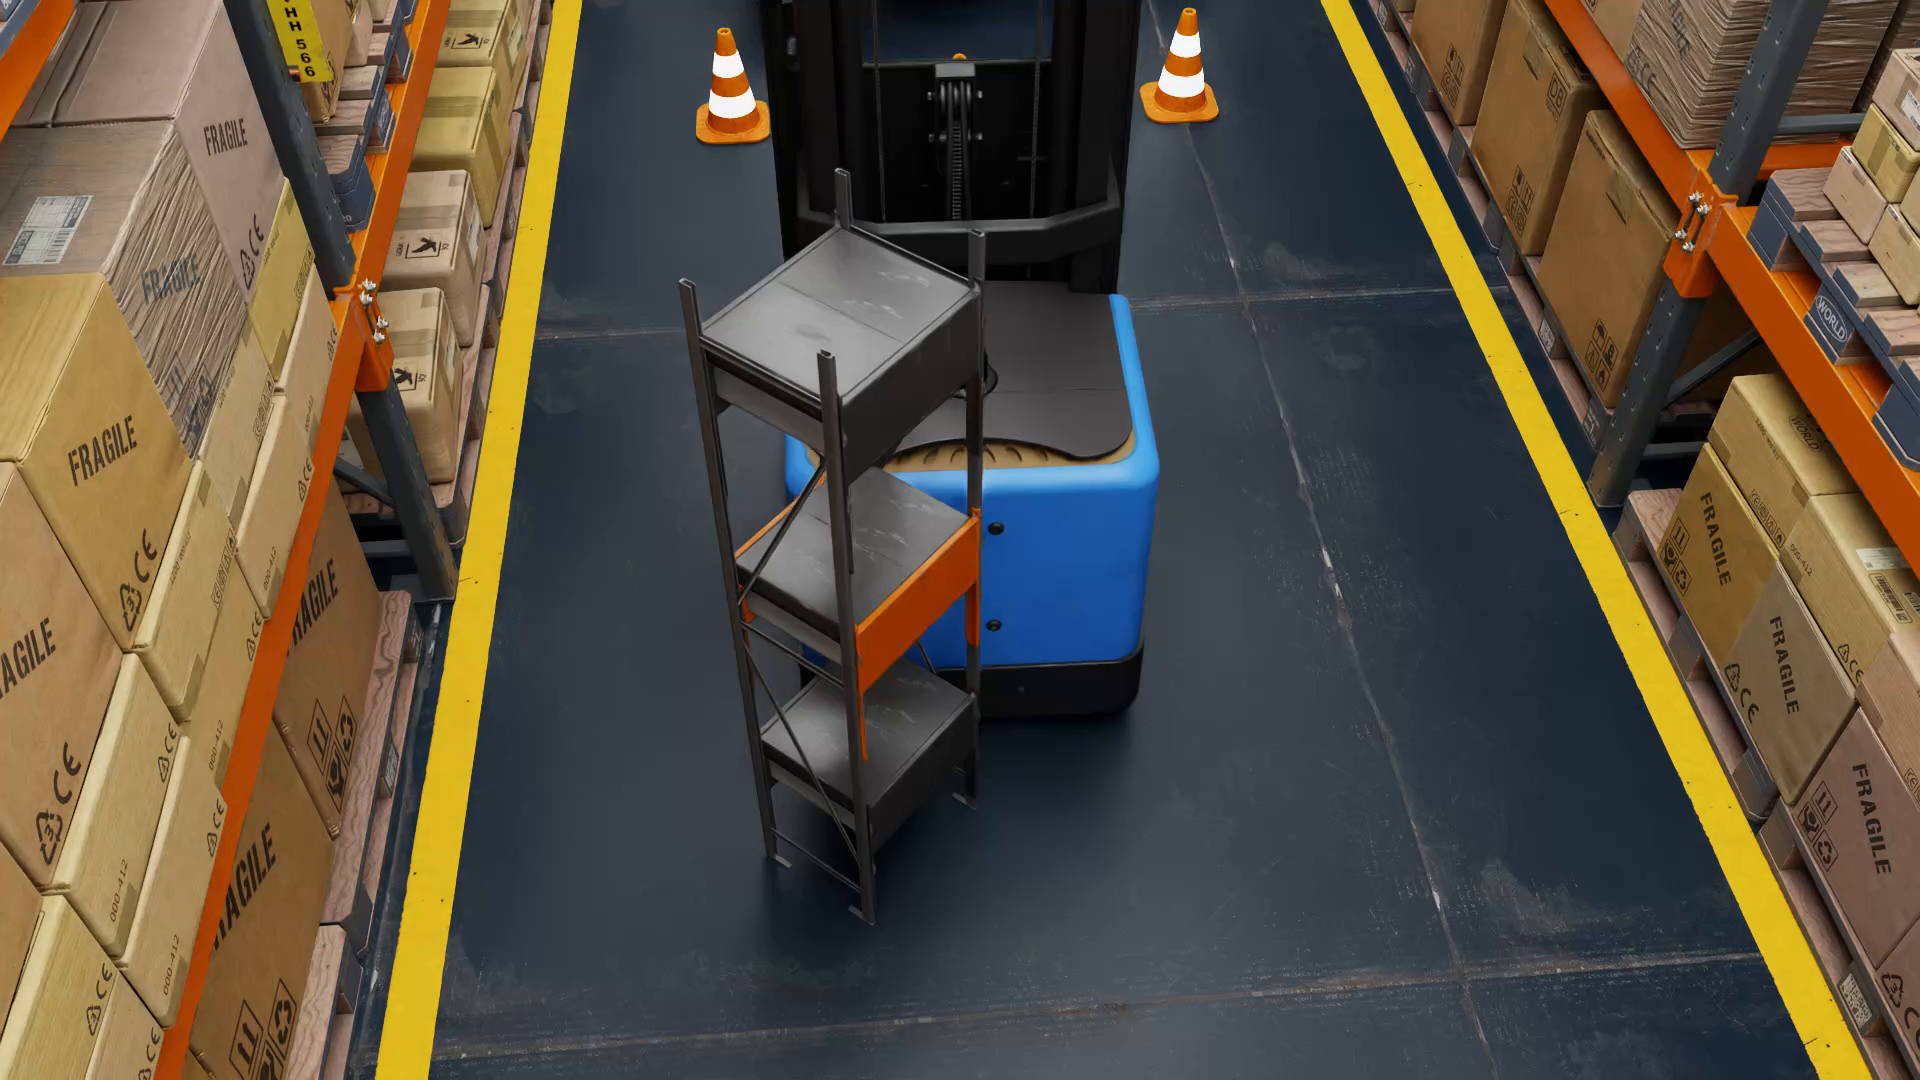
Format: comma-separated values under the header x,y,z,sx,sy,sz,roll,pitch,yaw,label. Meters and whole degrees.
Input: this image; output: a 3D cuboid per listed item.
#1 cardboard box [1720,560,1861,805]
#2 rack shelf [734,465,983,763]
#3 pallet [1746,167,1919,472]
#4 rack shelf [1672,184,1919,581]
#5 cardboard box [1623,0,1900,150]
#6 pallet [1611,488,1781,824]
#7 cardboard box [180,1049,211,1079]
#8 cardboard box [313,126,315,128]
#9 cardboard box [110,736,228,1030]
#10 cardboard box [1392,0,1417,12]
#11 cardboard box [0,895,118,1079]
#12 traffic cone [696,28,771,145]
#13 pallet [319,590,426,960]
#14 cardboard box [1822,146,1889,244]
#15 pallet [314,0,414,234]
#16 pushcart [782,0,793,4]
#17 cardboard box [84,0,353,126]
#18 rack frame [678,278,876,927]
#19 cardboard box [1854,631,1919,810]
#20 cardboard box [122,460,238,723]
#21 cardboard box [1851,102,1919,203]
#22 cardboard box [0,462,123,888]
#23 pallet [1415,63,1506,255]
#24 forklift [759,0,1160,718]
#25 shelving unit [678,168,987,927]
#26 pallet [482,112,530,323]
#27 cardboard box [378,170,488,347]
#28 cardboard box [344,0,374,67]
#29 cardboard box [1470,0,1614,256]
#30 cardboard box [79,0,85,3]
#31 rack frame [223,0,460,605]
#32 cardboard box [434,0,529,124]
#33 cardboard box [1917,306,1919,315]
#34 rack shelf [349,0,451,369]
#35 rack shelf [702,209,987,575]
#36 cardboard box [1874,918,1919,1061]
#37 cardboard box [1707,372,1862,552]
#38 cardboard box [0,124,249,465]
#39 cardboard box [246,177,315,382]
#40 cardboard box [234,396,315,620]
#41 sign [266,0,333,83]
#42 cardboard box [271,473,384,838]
x,y,z,sx,sy,sz,roll,pitch,yaw,label
2.585,0.393,4.744,0.500,0.500,0.500,-3,47,-3,cardboard box
-0.257,0.152,4.179,0.431,0.518,0.480,29,53,24,rack shelf
2.900,-0.638,4.420,1.213,0.211,1.003,-3,47,-3,pallet
2.902,0.482,3.723,1.077,0.370,4.000,-3,47,-3,rack shelf
2.429,-1.557,5.089,0.500,0.500,0.500,-3,47,-3,cardboard box
2.798,0.312,5.309,1.003,0.211,1.213,-3,47,-3,pallet
-2.070,1.545,3.395,0.875,0.875,0.875,-2,47,-2,cardboard box
-2.032,-1.143,4.651,0.380,0.149,0.250,-6,47,-6,cardboard box
-1.733,0.664,3.158,0.500,0.250,0.500,-4,47,-4,cardboard box
2.541,-3.034,7.818,1.050,0.750,0.750,-4,47,-3,cardboard box
-1.698,0.857,2.631,0.500,0.250,0.500,-3,47,-3,cardboard box
-1.026,-2.048,7.371,0.336,0.463,0.334,-3,47,-3,traffic cone
-2.199,0.695,4.946,1.003,0.211,1.213,-3,47,-3,pallet
2.571,-0.935,4.453,0.380,0.149,0.250,-4,47,-4,cardboard box
-2.356,-1.282,5.030,1.213,0.211,1.003,-3,47,-3,pallet
-0.257,-3.006,8.337,1.648,0.377,0.936,-19,49,-17,pushcart
-1.997,-1.459,4.503,0.500,0.500,0.500,-5,47,-4,cardboard box
-0.404,0.284,4.035,0.400,2.100,0.015,29,53,24,rack frame
2.622,0.484,4.142,0.500,0.250,0.500,-3,47,-3,cardboard box
-1.786,0.116,3.333,0.500,0.250,0.500,-5,47,-4,cardboard box
2.575,-1.011,4.321,0.380,0.149,0.250,-2,47,-2,cardboard box
-1.764,0.238,2.701,0.500,0.500,0.500,-4,47,-4,cardboard box
2.645,-1.709,7.224,1.003,0.211,1.213,-3,47,-3,pallet
-0.040,-1.507,5.158,1.130,2.935,3.031,-2,47,-2,forklift
-0.257,0.142,4.169,0.431,2.100,0.503,29,53,24,shelving unit
-2.353,-1.326,6.860,1.003,0.211,1.213,-3,47,-3,pallet
-2.297,-1.022,6.173,0.950,0.372,0.625,-4,47,-4,cardboard box
-1.999,-1.551,5.036,0.380,0.149,0.250,-6,47,-6,cardboard box
2.697,-1.662,6.518,1.050,0.750,0.750,-3,47,-3,cardboard box
-2.505,-1.432,4.477,0.500,0.500,0.500,-5,47,-4,cardboard box
-2.190,-0.839,4.478,1.000,3.000,0.127,-3,47,-3,rack frame
-2.415,-2.074,7.169,0.950,0.372,0.625,-1,47,-1,cardboard box
2.616,-0.545,4.084,0.380,0.149,0.250,-1,47,-1,cardboard box
-2.357,-2.038,6.110,1.077,0.370,4.000,-3,47,-3,rack shelf
-0.257,-0.330,3.671,0.431,0.518,0.480,29,53,24,rack shelf
2.675,1.134,4.043,0.500,0.500,0.500,-4,47,-4,cardboard box
2.551,-0.242,4.829,0.500,0.250,0.500,-5,47,-5,cardboard box
-1.835,-0.488,3.389,0.500,0.500,0.500,-3,47,-3,cardboard box
-1.896,-0.624,4.034,0.500,0.250,0.500,-4,47,-3,cardboard box
-1.830,-0.068,3.852,0.500,0.250,0.500,-3,47,-3,cardboard box
-1.637,-1.273,4.092,0.100,0.325,0.005,-3,47,-3,sign
-2.215,0.252,4.619,0.875,0.875,0.875,-4,47,-4,cardboard box
